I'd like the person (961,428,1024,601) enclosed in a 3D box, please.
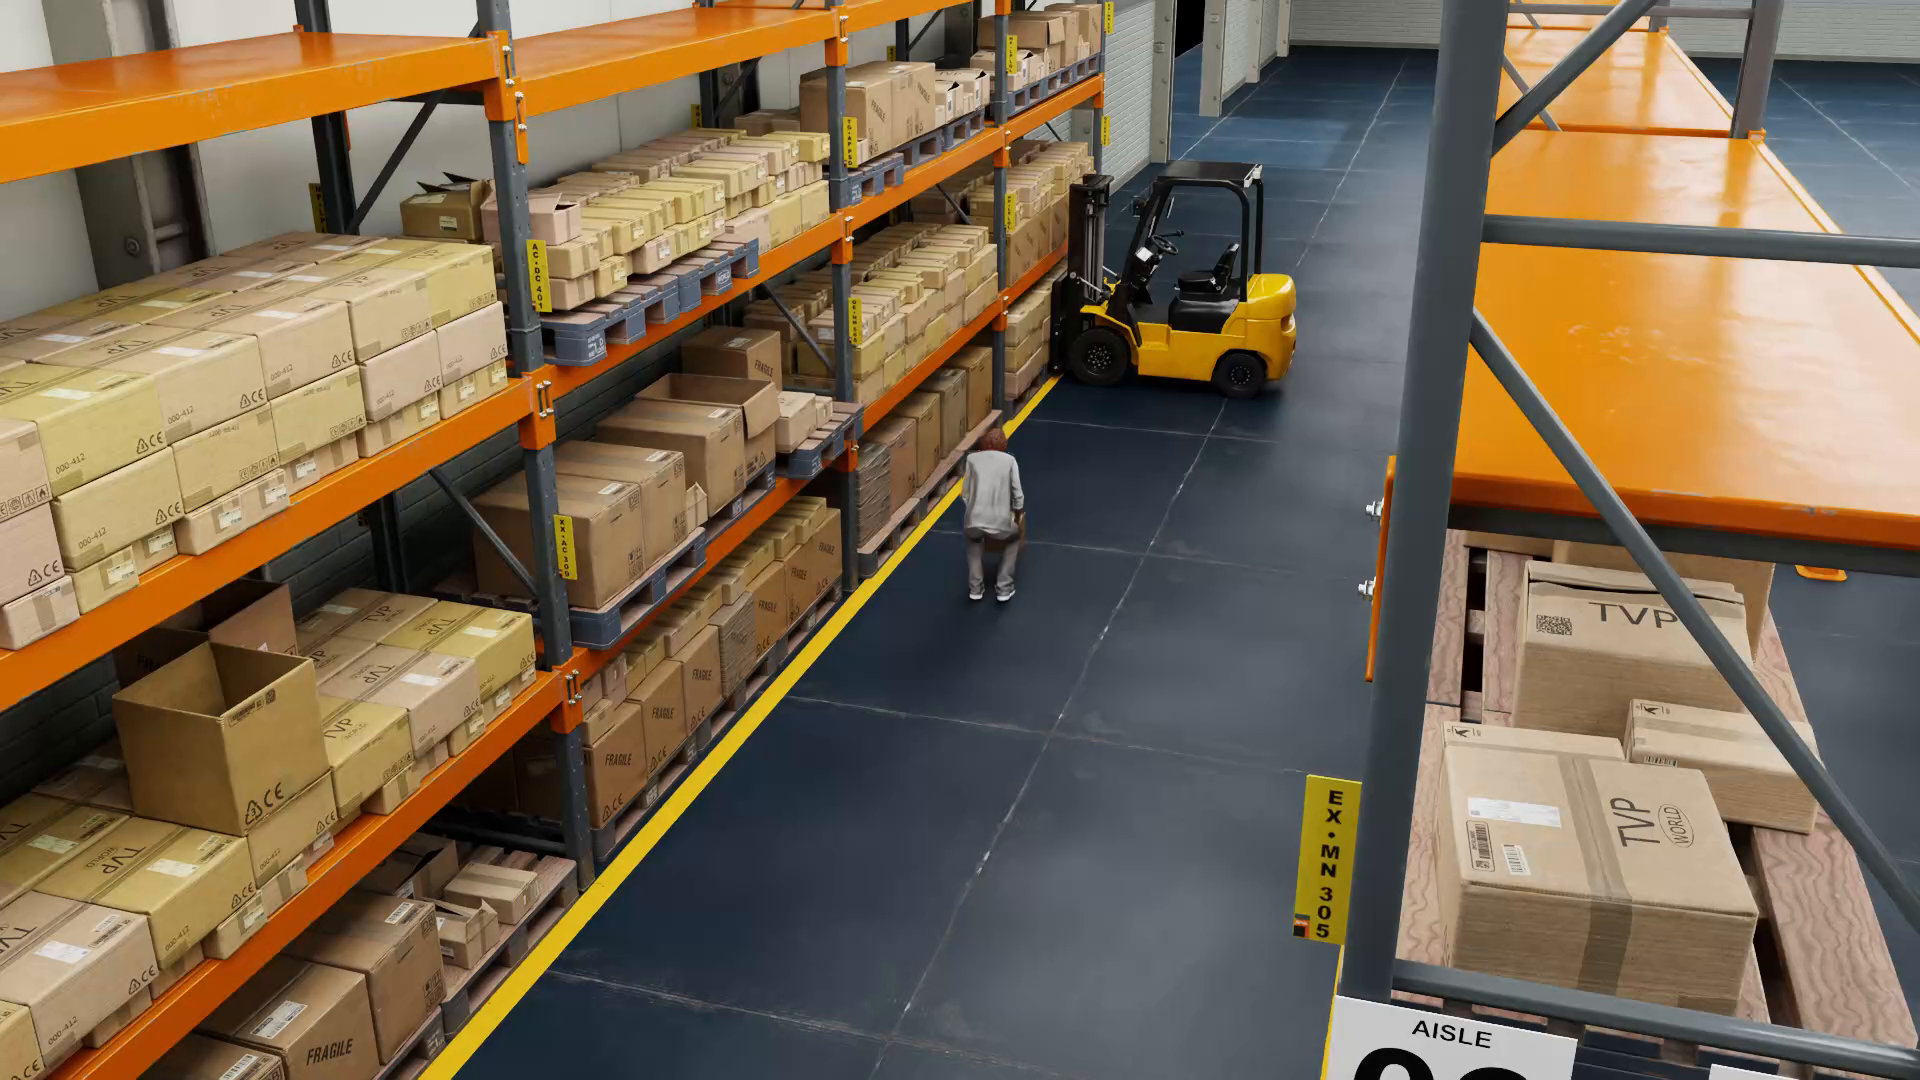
[{"bbox_3d":[0.207,-0.155,12.028,0.462,1.175,0.710,5,23,12],"label":"person"}]
